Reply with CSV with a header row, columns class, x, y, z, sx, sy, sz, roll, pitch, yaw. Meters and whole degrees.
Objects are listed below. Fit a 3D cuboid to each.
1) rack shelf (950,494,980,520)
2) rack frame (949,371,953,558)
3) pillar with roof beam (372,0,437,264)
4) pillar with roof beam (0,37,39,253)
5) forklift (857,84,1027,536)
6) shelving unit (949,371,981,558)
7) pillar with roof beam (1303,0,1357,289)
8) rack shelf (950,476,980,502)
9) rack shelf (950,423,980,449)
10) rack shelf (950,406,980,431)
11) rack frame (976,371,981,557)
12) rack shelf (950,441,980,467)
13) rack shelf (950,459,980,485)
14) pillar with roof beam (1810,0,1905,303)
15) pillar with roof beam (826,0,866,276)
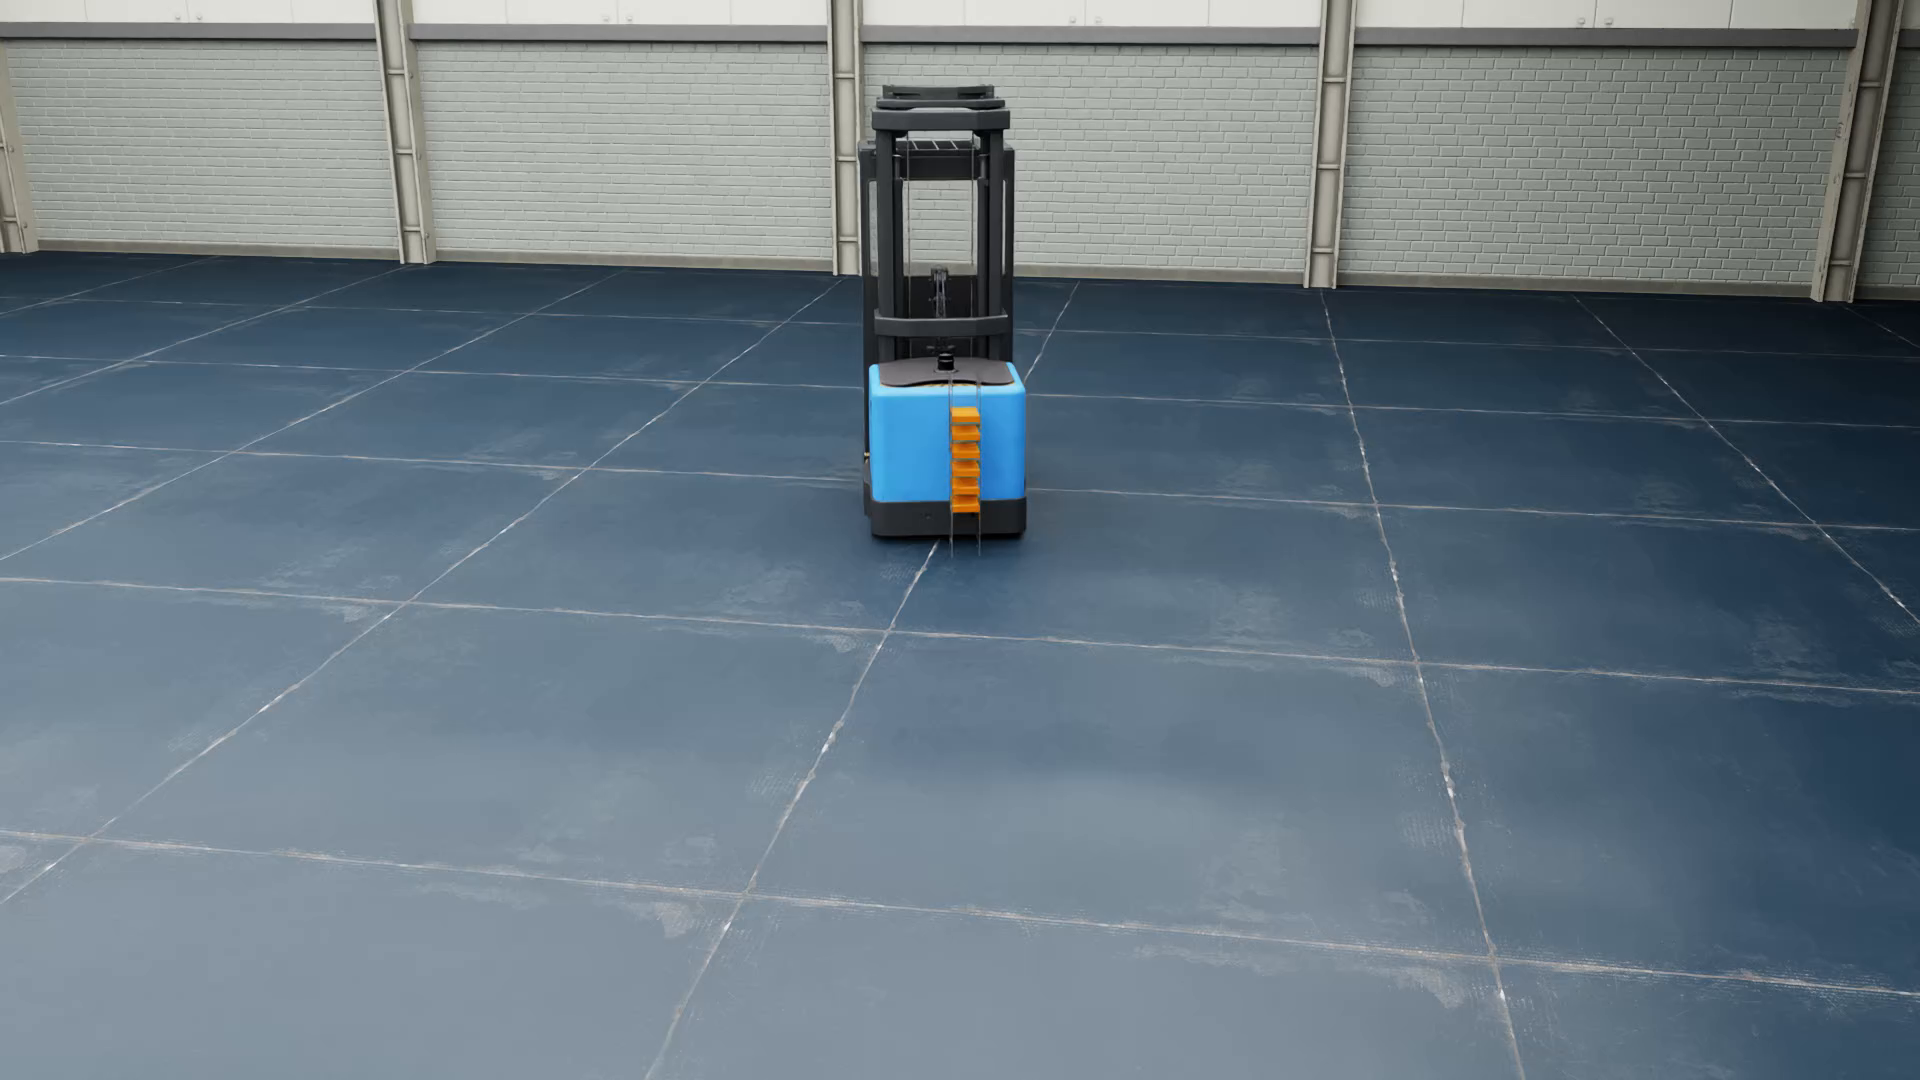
class,x,y,z,sx,sy,sz,roll,pitch,yaw
rack shelf,0.031,-0.221,10.968,0.180,0.103,0.258,-1,19,-4
rack frame,-0.060,-0.488,10.871,0.006,1.200,0.240,-1,19,-4
pillar with roof beam,-8.034,-6.698,17.140,0.400,9.000,9.100,3,19,9
pillar with roof beam,-13.959,-7.000,18.042,0.400,9.000,9.100,3,19,9
forklift,-0.180,-1.835,12.169,1.130,2.935,3.031,-1,19,-4
shelving unit,0.031,-0.490,10.877,0.189,1.200,0.258,-1,19,-4
pillar with roof beam,3.814,-6.094,15.335,0.400,9.000,9.100,3,19,9
rack shelf,0.031,-0.334,10.929,0.180,0.103,0.258,-1,19,-4
rack shelf,0.031,-0.676,10.815,0.180,0.103,0.258,-1,19,-4
rack shelf,0.031,-0.789,10.777,0.180,0.103,0.258,-1,19,-4
rack frame,0.122,-0.492,10.884,0.006,1.200,0.240,-1,19,-4
rack shelf,0.031,-0.562,10.853,0.180,0.103,0.258,-1,19,-4
rack shelf,0.031,-0.448,10.891,0.180,0.103,0.258,-1,19,-4
pillar with roof beam,9.738,-5.792,14.432,0.400,9.000,9.100,3,19,9
pillar with roof beam,-2.110,-6.396,16.237,0.400,9.000,9.100,3,19,9
